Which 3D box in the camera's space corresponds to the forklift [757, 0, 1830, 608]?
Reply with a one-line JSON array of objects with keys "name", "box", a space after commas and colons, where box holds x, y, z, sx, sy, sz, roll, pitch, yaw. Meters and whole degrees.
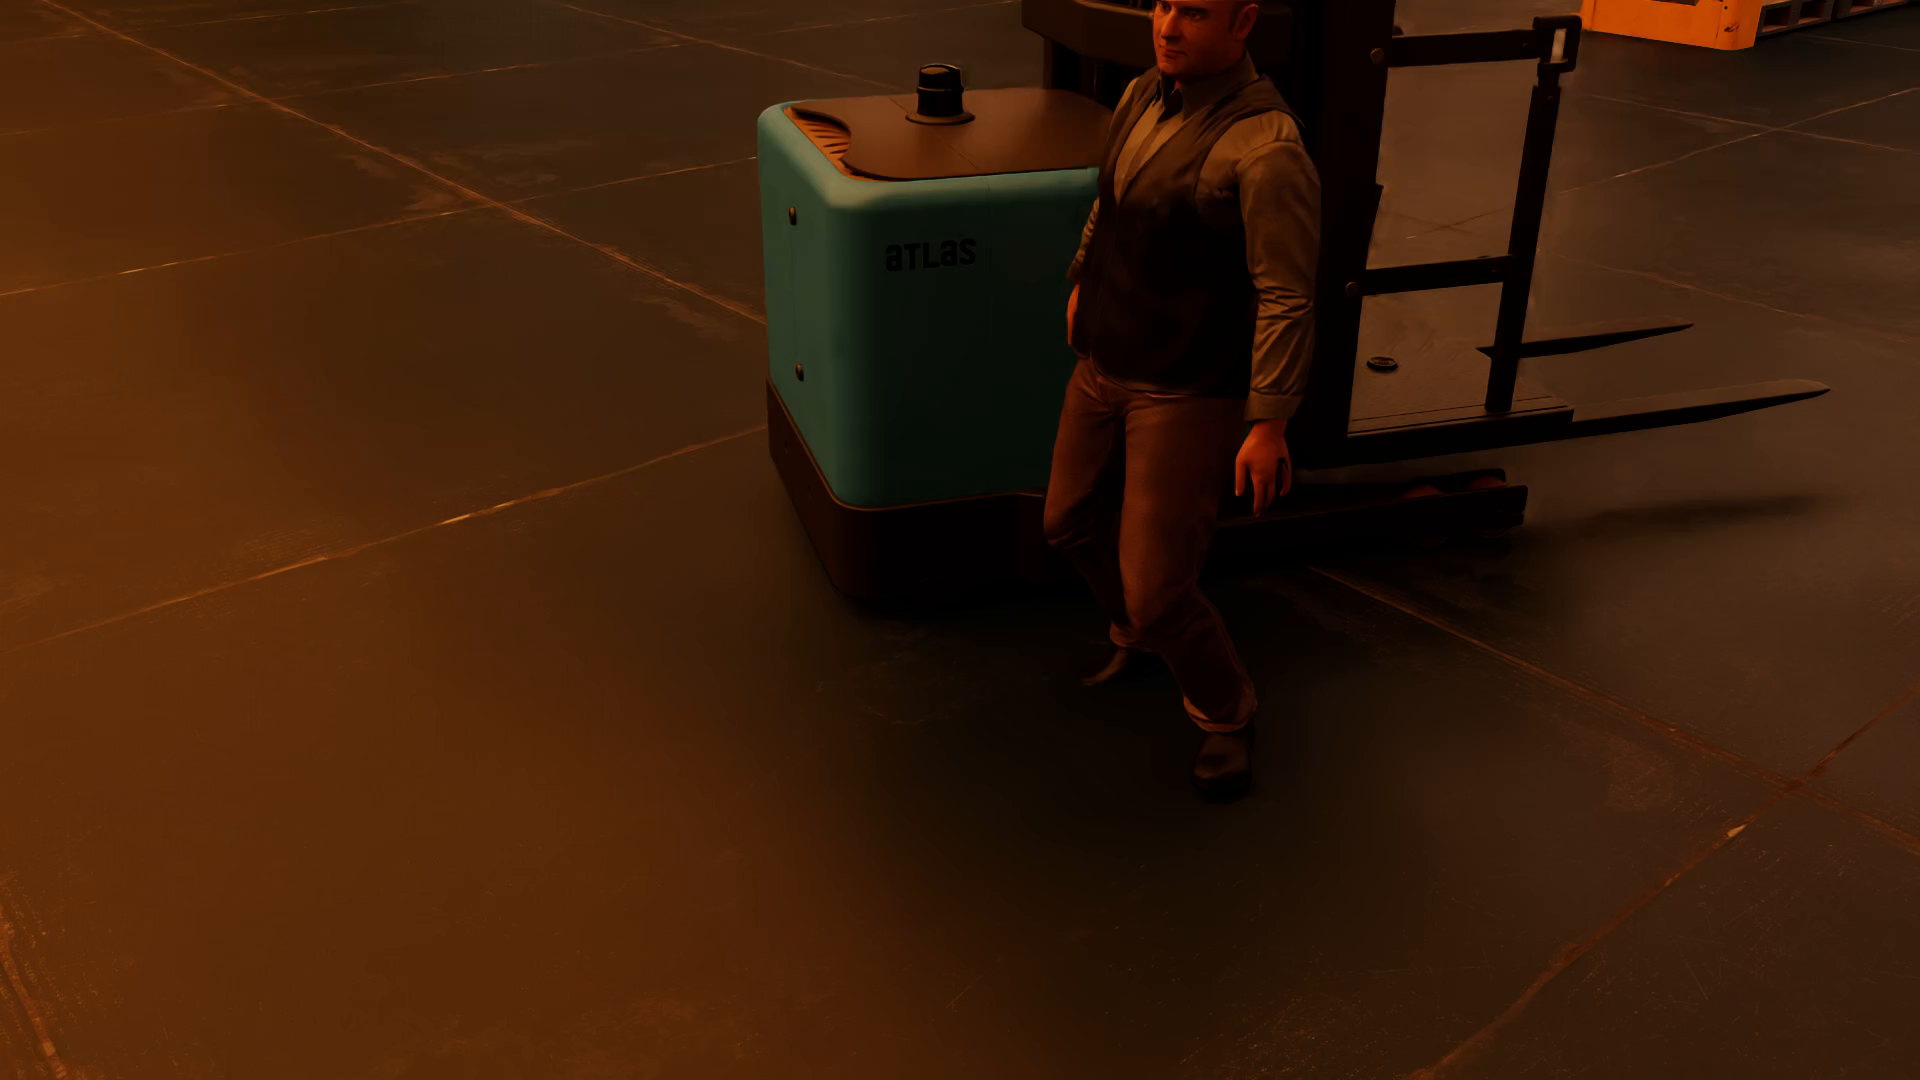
[{"name": "forklift", "box": [1.021, -1.508, 4.244, 3.031, 2.935, 1.130, -8, 27, -15]}]

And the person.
[{"name": "person", "box": [0.408, -0.342, 3.379, 0.394, 1.702, 0.815, -11, 28, -21]}]
